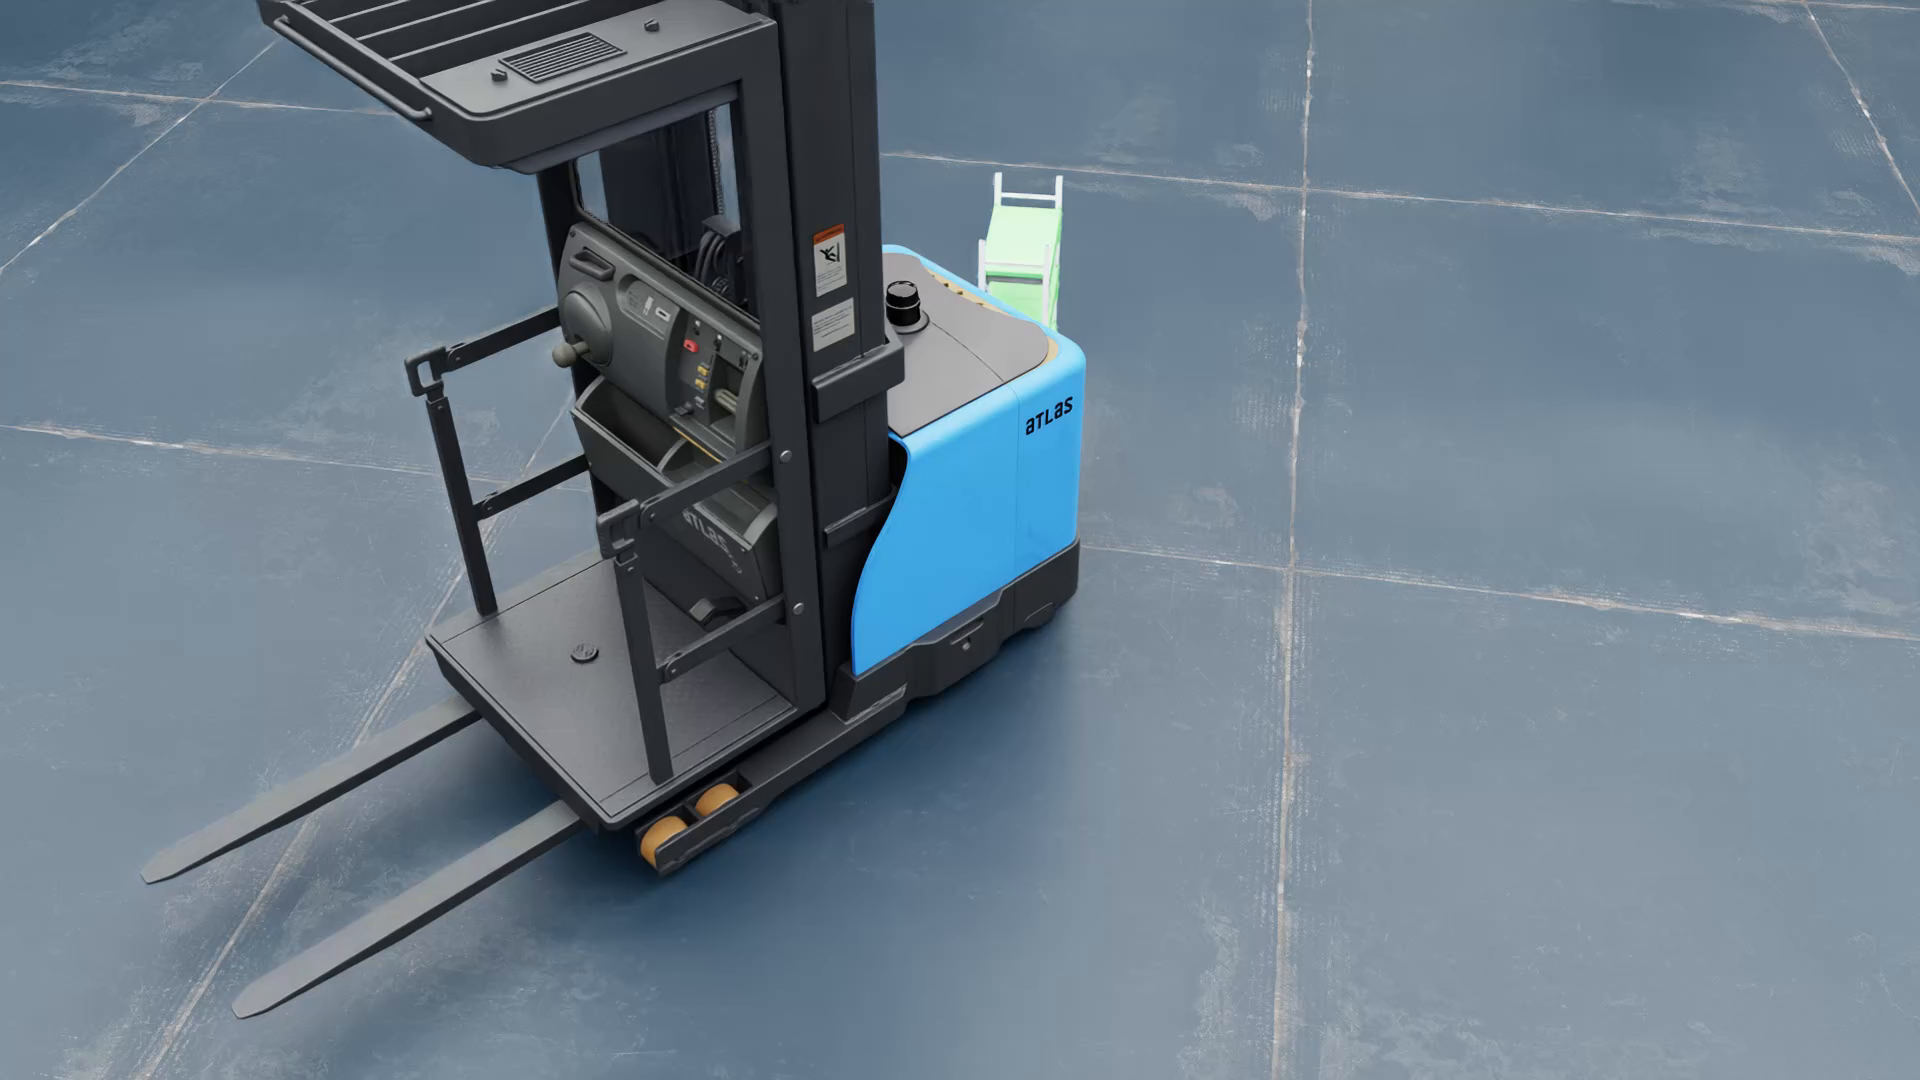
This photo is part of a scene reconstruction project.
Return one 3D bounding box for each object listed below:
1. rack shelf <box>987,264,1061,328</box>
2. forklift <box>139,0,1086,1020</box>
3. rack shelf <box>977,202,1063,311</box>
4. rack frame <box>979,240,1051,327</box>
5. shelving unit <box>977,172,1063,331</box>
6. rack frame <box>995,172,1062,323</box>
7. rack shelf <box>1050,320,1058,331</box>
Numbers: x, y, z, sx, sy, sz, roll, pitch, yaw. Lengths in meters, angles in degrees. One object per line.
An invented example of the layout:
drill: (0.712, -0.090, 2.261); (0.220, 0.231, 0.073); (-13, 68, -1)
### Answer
rack shelf: (0.215, -0.822, 6.027); (0.258, 0.148, 0.480); (5, 40, 6)
forklift: (-1.007, -0.505, 4.560); (3.031, 2.935, 1.130); (-30, 48, -31)
rack shelf: (0.215, -1.007, 5.874); (0.258, 0.148, 0.480); (5, 40, 6)
rack frame: (0.184, -0.532, 5.952); (0.240, 1.200, 0.015); (5, 40, 6)
shelving unit: (0.215, -0.687, 6.139); (0.258, 1.200, 0.503); (5, 40, 6)
rack frame: (0.246, -0.841, 6.325); (0.240, 1.200, 0.015); (5, 40, 6)
rack shelf: (0.215, -0.637, 6.179); (0.258, 0.148, 0.480); (5, 40, 6)
